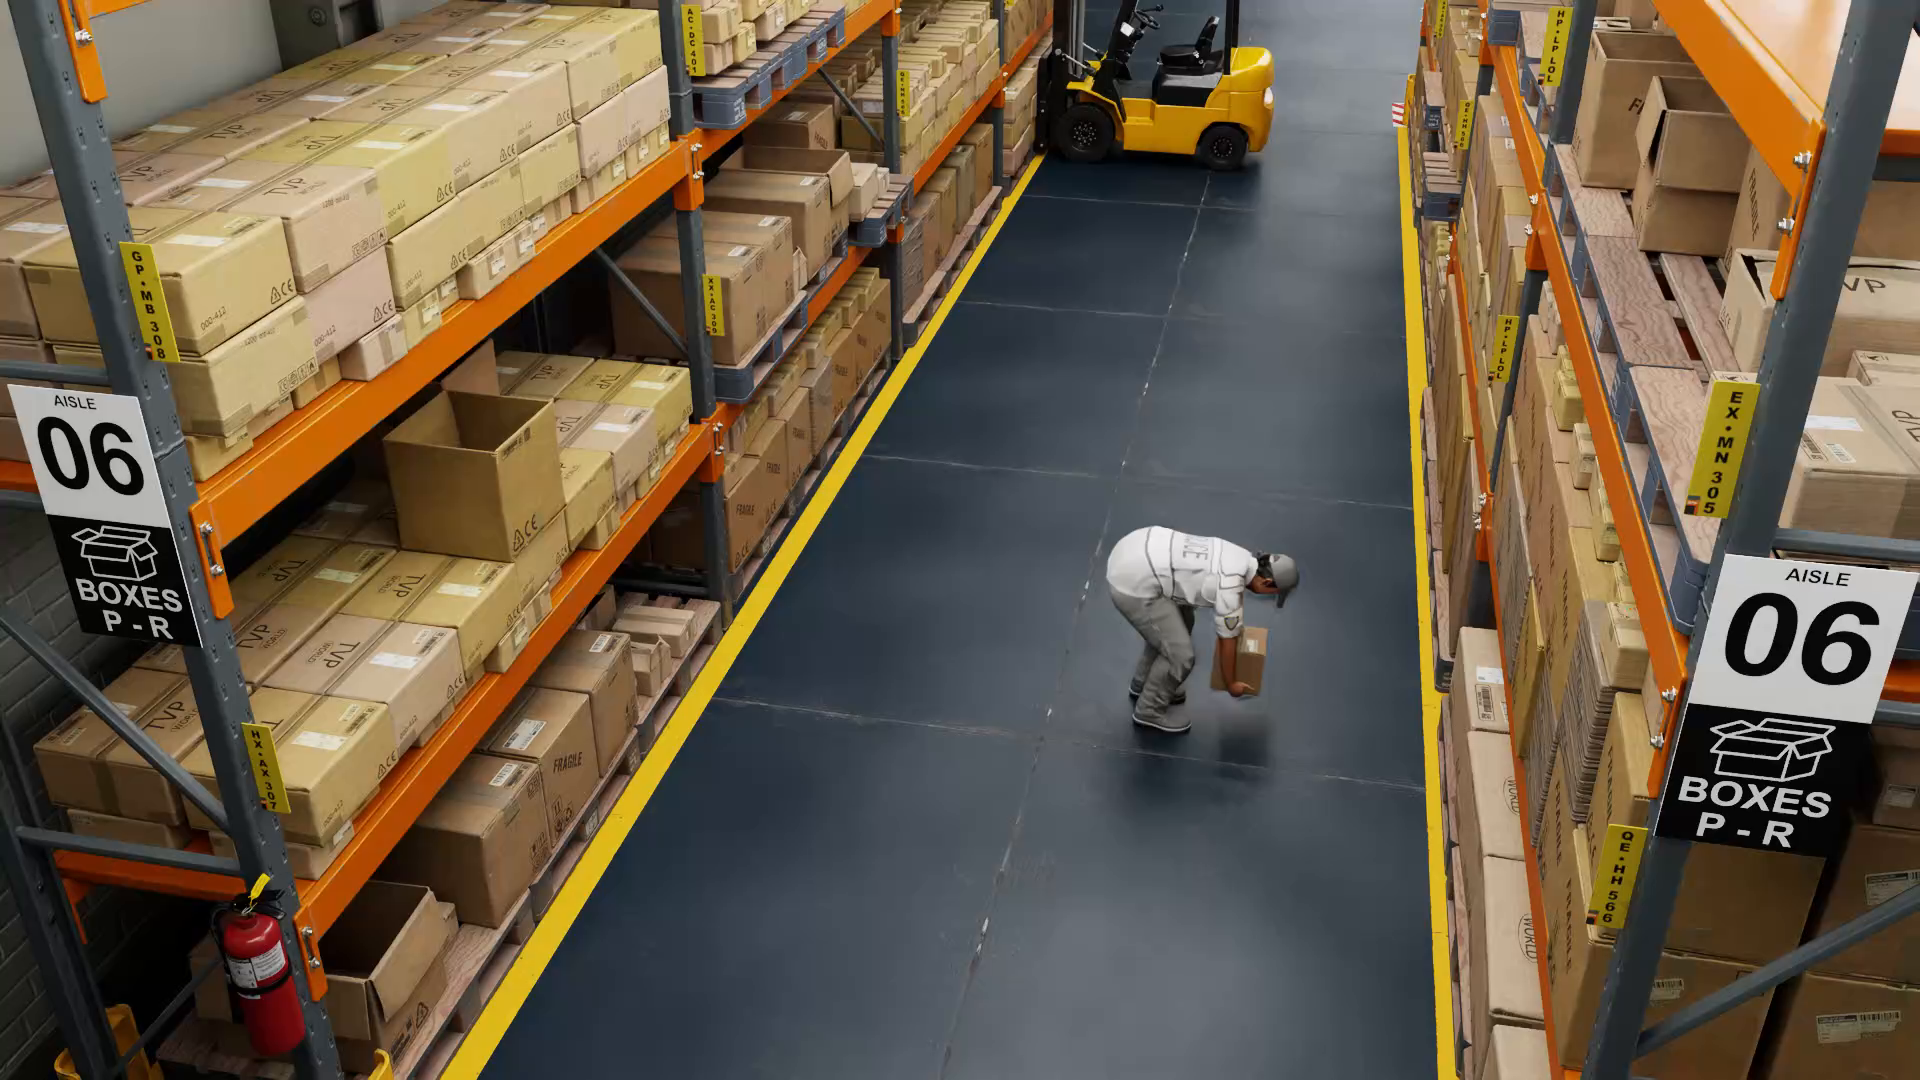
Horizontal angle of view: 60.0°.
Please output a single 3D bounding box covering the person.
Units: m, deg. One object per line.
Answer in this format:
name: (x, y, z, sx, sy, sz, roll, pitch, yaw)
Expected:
person: (1.206, 0.452, 8.435, 0.952, 1.047, 0.476, 5, 29, 9)
